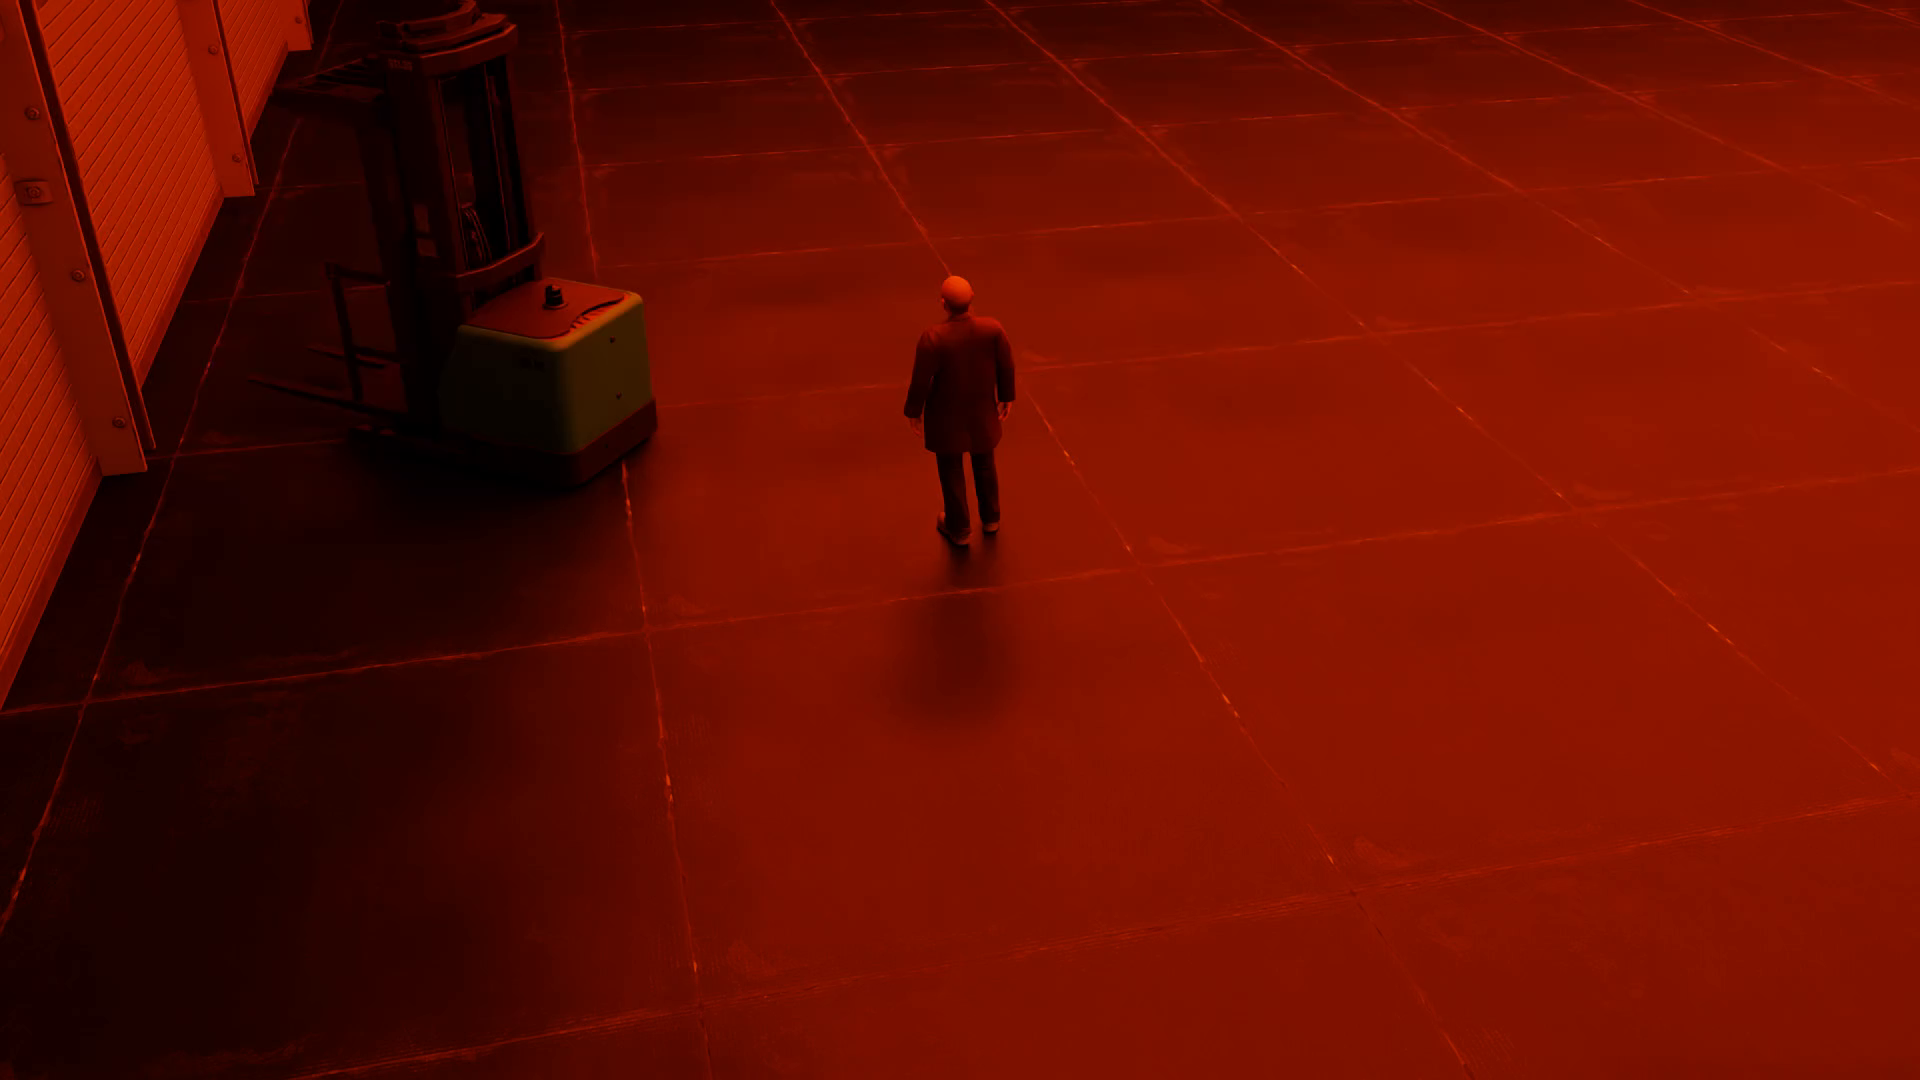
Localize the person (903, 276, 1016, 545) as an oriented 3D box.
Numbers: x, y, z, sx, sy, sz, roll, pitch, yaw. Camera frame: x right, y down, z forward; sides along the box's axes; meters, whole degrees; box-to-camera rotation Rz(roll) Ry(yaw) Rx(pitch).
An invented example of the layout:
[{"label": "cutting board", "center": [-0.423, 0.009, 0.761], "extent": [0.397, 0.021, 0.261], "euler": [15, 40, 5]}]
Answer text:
[{"label": "person", "center": [-0.017, -0.820, 10.128], "extent": [0.696, 1.775, 0.582], "euler": [-7, 31, -12]}]

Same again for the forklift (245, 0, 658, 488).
[{"label": "forklift", "center": [-3.690, -2.095, 11.194], "extent": [3.031, 2.935, 1.130], "euler": [13, 32, 21]}]
